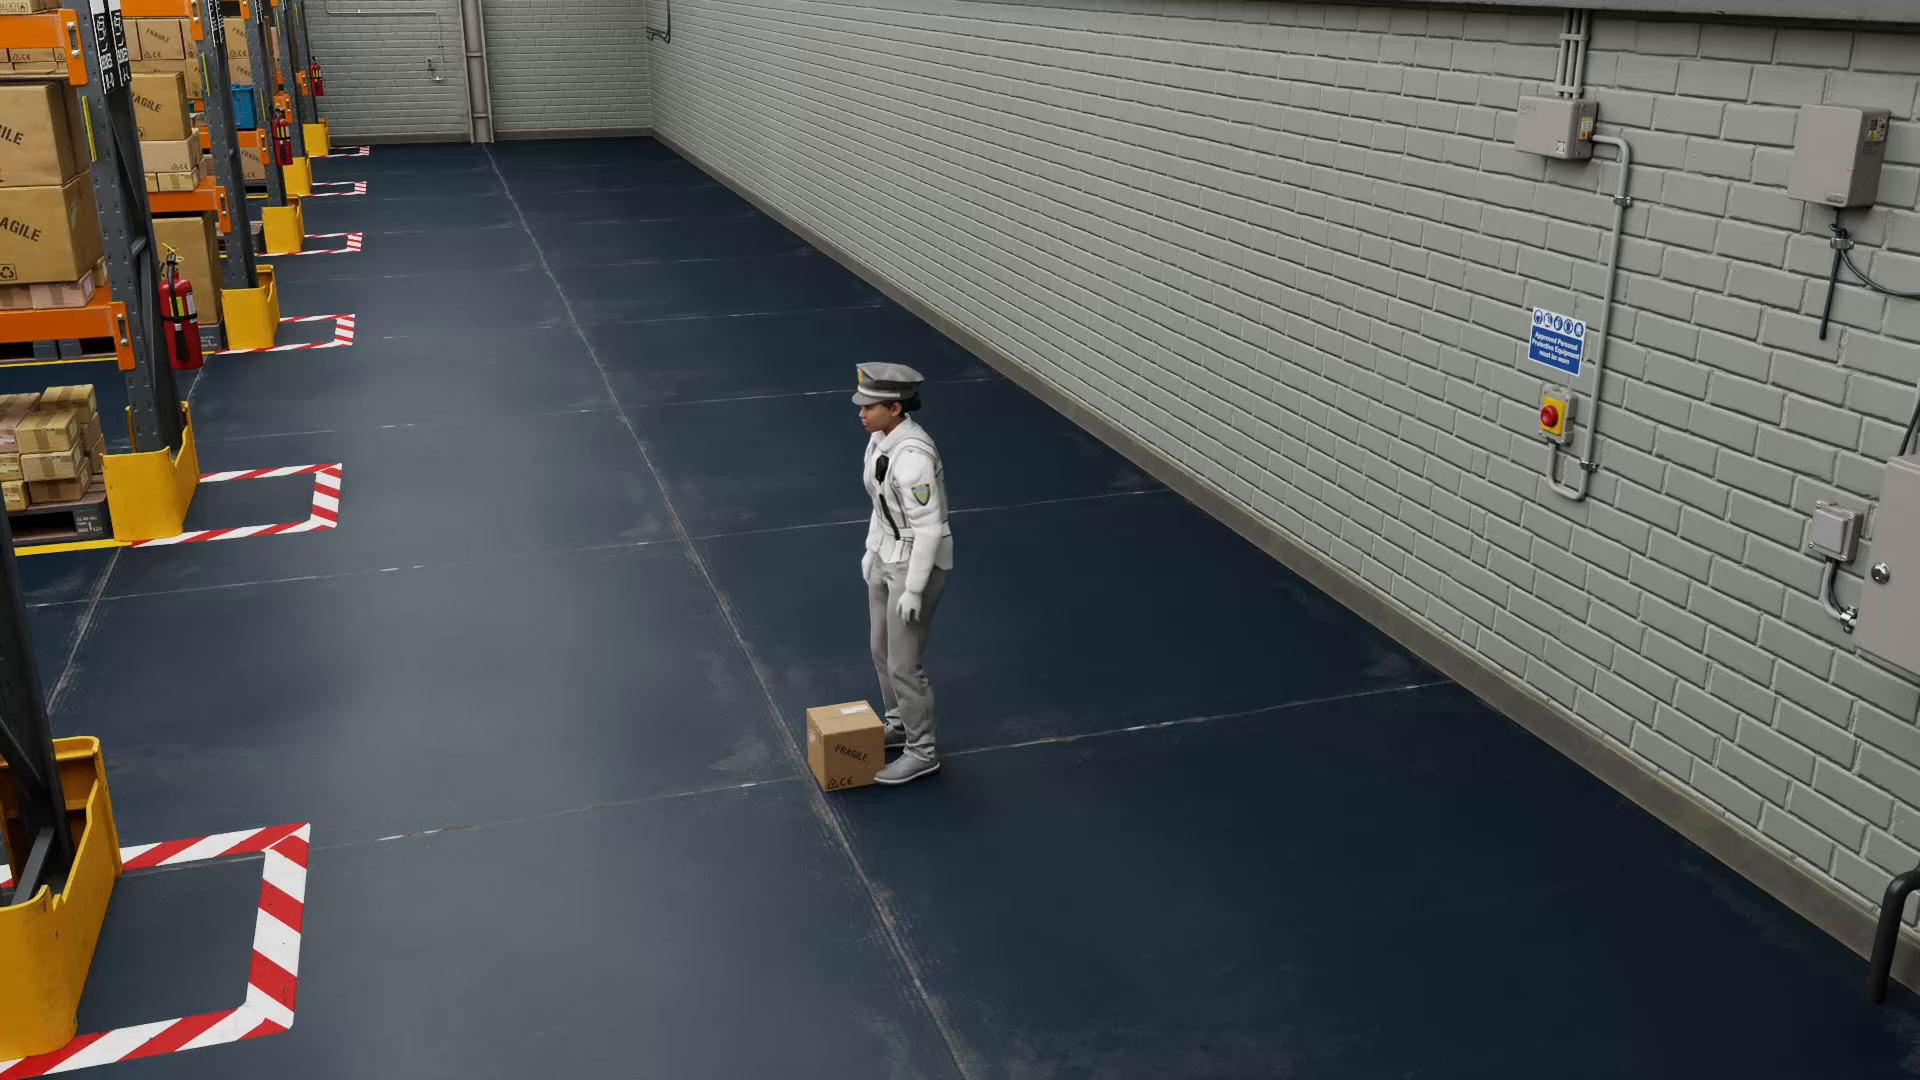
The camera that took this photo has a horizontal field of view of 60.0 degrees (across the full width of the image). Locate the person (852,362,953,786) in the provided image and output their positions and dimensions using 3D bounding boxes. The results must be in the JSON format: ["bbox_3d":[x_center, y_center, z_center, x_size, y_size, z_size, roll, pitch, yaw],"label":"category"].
[{"bbox_3d":[-0.228,0.124,6.437,0.370,1.666,0.544,-7,21,-19],"label":"person"}]
